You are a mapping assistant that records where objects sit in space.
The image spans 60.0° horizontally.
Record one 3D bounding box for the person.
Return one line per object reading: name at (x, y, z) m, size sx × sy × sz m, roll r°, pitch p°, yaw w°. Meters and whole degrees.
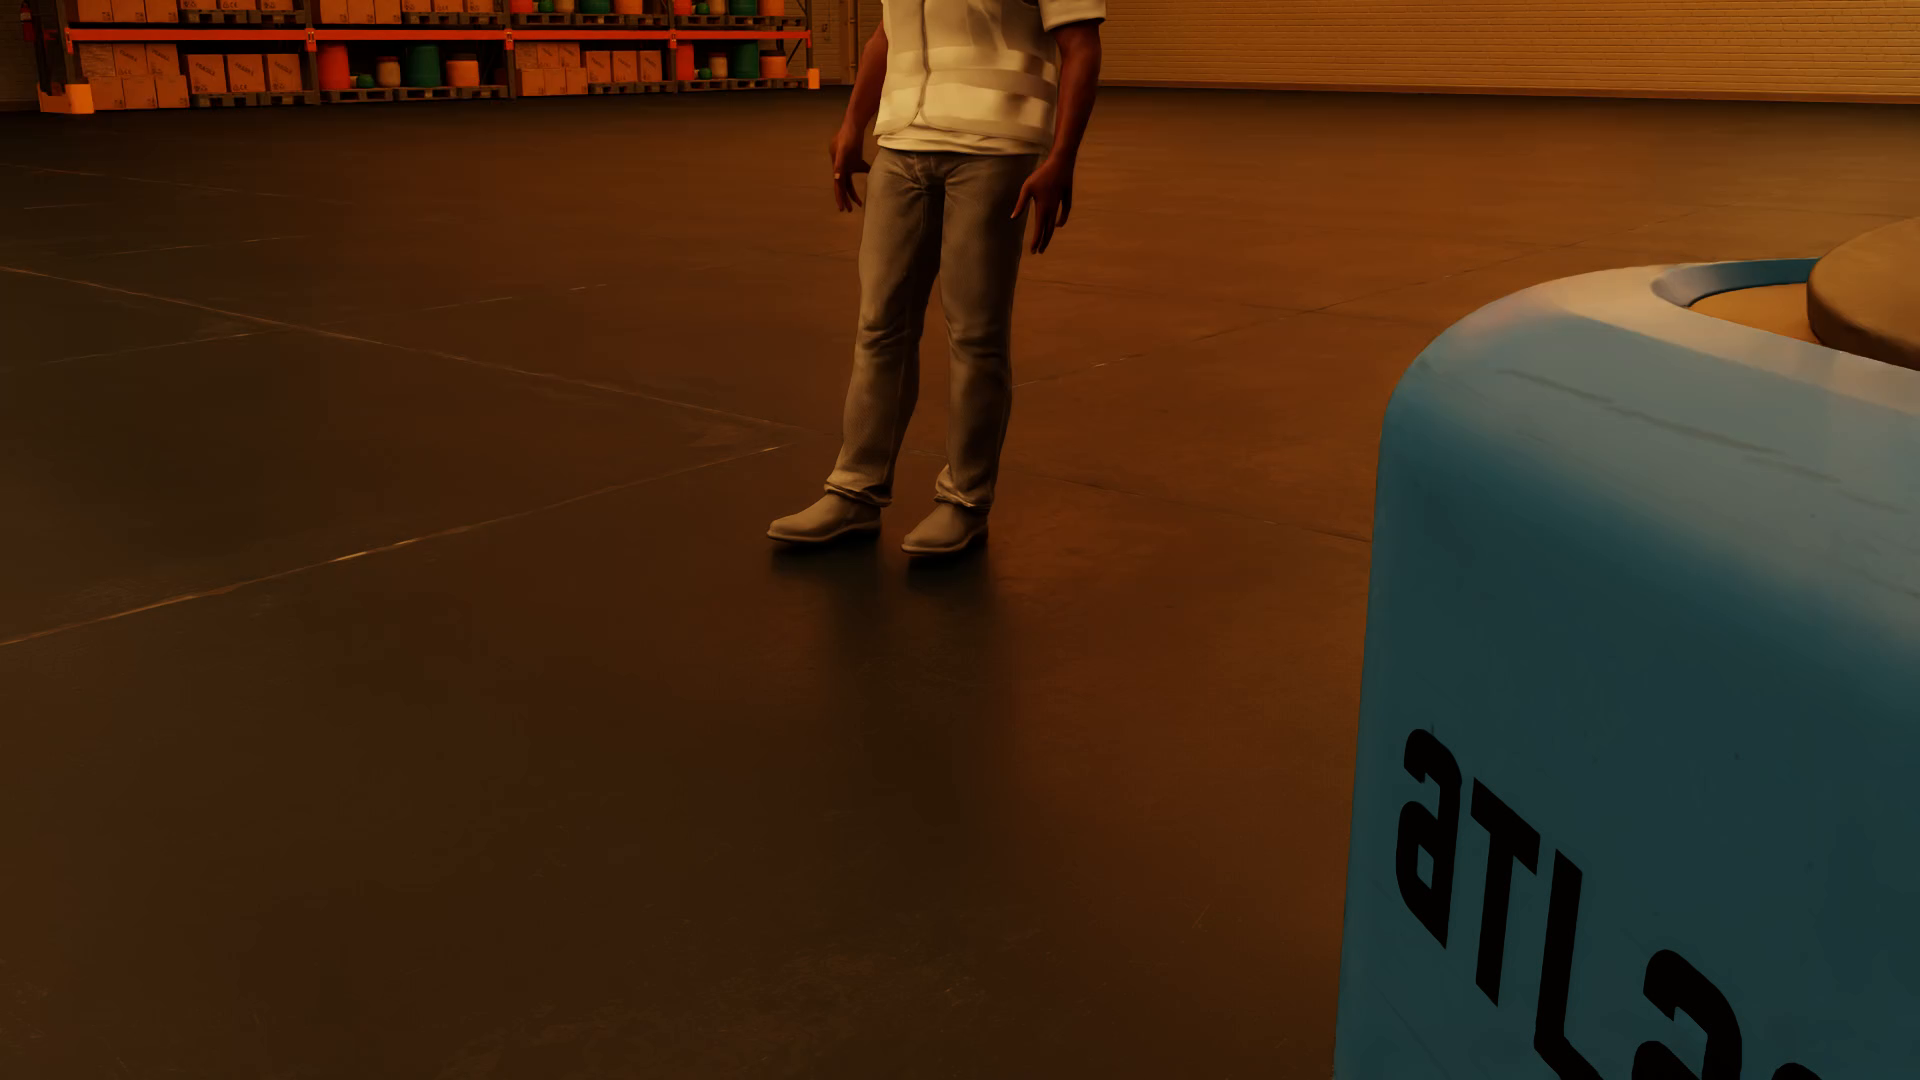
person at (-0.049, -0.835, 3.637) m, size 0.641 × 1.759 × 0.577 m, roll 13°, pitch 21°, yaw 37°
